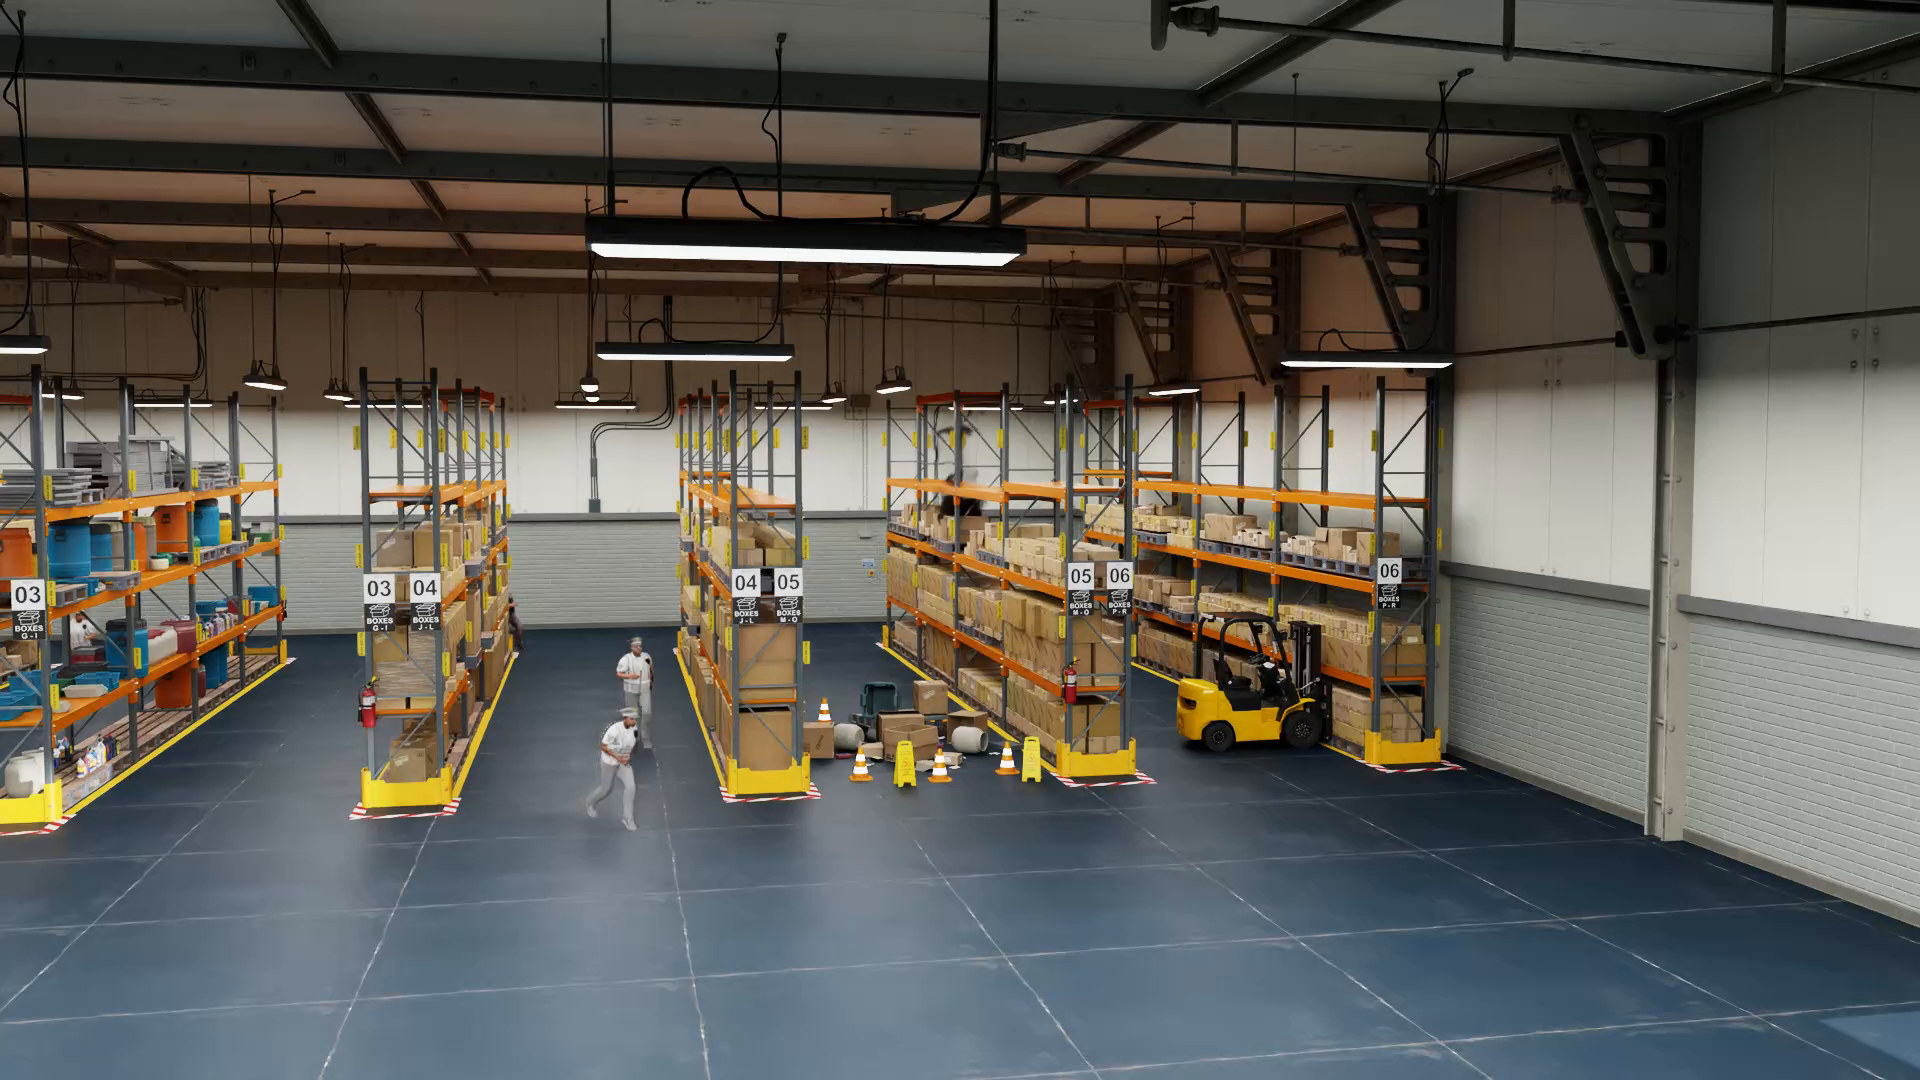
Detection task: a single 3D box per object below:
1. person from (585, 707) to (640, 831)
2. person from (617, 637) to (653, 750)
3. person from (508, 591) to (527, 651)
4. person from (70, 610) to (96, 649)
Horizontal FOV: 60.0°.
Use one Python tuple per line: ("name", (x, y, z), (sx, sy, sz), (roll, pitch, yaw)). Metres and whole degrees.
("person", (-4.527, 2.942, 21.656), (0.983, 1.627, 0.611), (2, 4, 35))
("person", (-5.309, 2.493, 27.248), (0.644, 1.839, 0.826), (-1, 4, -22))
("person", (-10.748, 1.795, 39.444), (0.830, 1.718, 0.636), (1, 4, 17))
("person", (-17.645, 2.211, 33.400), (0.537, 1.723, 0.857), (-2, 4, -25))
